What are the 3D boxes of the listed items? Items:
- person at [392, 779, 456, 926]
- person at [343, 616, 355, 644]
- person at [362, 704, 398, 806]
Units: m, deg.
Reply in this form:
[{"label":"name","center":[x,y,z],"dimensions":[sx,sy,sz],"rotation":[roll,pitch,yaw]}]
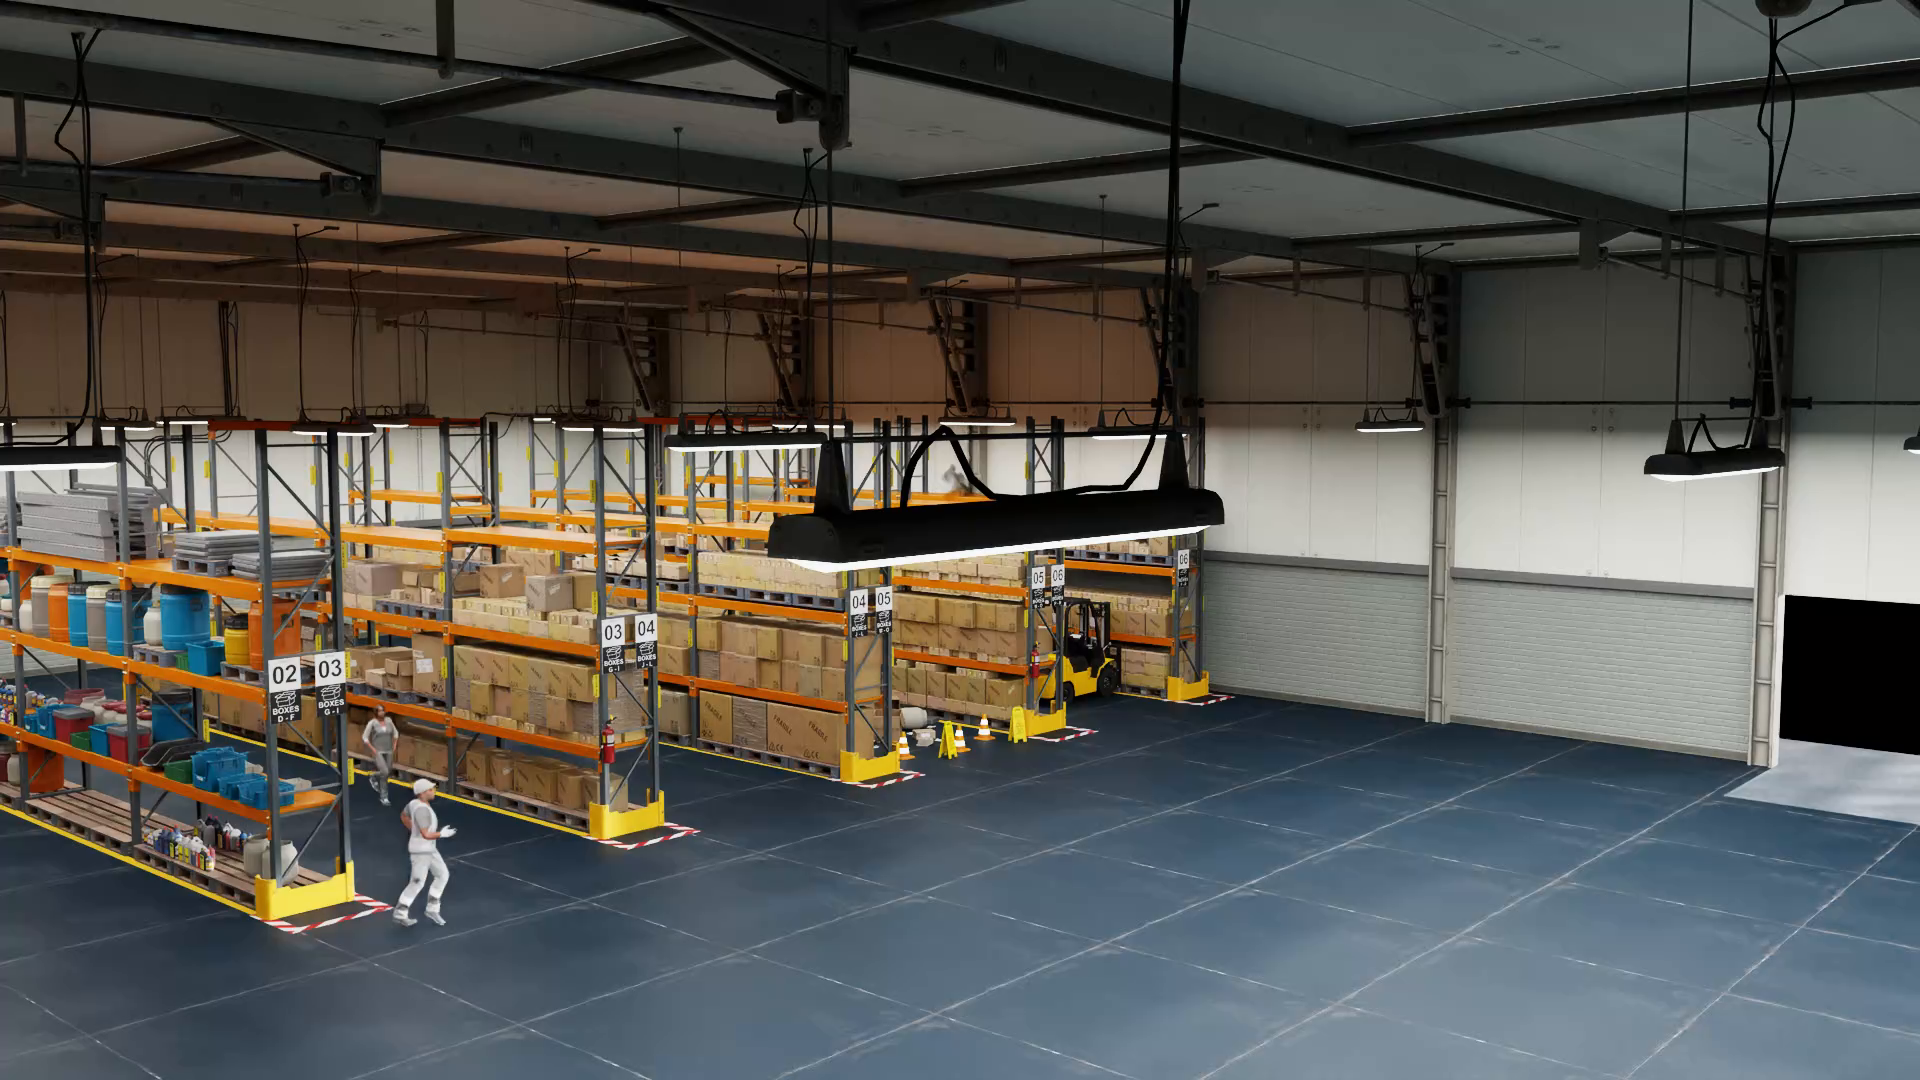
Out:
[{"label":"person","center":[-6.452,3.780,20.017],"dimensions":[0.770,1.845,0.673],"rotation":[-1,5,-14]},{"label":"person","center":[-13.493,2.452,36.248],"dimensions":[0.717,1.842,0.759],"rotation":[-4,6,-42]},{"label":"person","center":[-9.169,3.370,26.292],"dimensions":[0.555,1.602,0.650],"rotation":[-4,6,-42]}]
